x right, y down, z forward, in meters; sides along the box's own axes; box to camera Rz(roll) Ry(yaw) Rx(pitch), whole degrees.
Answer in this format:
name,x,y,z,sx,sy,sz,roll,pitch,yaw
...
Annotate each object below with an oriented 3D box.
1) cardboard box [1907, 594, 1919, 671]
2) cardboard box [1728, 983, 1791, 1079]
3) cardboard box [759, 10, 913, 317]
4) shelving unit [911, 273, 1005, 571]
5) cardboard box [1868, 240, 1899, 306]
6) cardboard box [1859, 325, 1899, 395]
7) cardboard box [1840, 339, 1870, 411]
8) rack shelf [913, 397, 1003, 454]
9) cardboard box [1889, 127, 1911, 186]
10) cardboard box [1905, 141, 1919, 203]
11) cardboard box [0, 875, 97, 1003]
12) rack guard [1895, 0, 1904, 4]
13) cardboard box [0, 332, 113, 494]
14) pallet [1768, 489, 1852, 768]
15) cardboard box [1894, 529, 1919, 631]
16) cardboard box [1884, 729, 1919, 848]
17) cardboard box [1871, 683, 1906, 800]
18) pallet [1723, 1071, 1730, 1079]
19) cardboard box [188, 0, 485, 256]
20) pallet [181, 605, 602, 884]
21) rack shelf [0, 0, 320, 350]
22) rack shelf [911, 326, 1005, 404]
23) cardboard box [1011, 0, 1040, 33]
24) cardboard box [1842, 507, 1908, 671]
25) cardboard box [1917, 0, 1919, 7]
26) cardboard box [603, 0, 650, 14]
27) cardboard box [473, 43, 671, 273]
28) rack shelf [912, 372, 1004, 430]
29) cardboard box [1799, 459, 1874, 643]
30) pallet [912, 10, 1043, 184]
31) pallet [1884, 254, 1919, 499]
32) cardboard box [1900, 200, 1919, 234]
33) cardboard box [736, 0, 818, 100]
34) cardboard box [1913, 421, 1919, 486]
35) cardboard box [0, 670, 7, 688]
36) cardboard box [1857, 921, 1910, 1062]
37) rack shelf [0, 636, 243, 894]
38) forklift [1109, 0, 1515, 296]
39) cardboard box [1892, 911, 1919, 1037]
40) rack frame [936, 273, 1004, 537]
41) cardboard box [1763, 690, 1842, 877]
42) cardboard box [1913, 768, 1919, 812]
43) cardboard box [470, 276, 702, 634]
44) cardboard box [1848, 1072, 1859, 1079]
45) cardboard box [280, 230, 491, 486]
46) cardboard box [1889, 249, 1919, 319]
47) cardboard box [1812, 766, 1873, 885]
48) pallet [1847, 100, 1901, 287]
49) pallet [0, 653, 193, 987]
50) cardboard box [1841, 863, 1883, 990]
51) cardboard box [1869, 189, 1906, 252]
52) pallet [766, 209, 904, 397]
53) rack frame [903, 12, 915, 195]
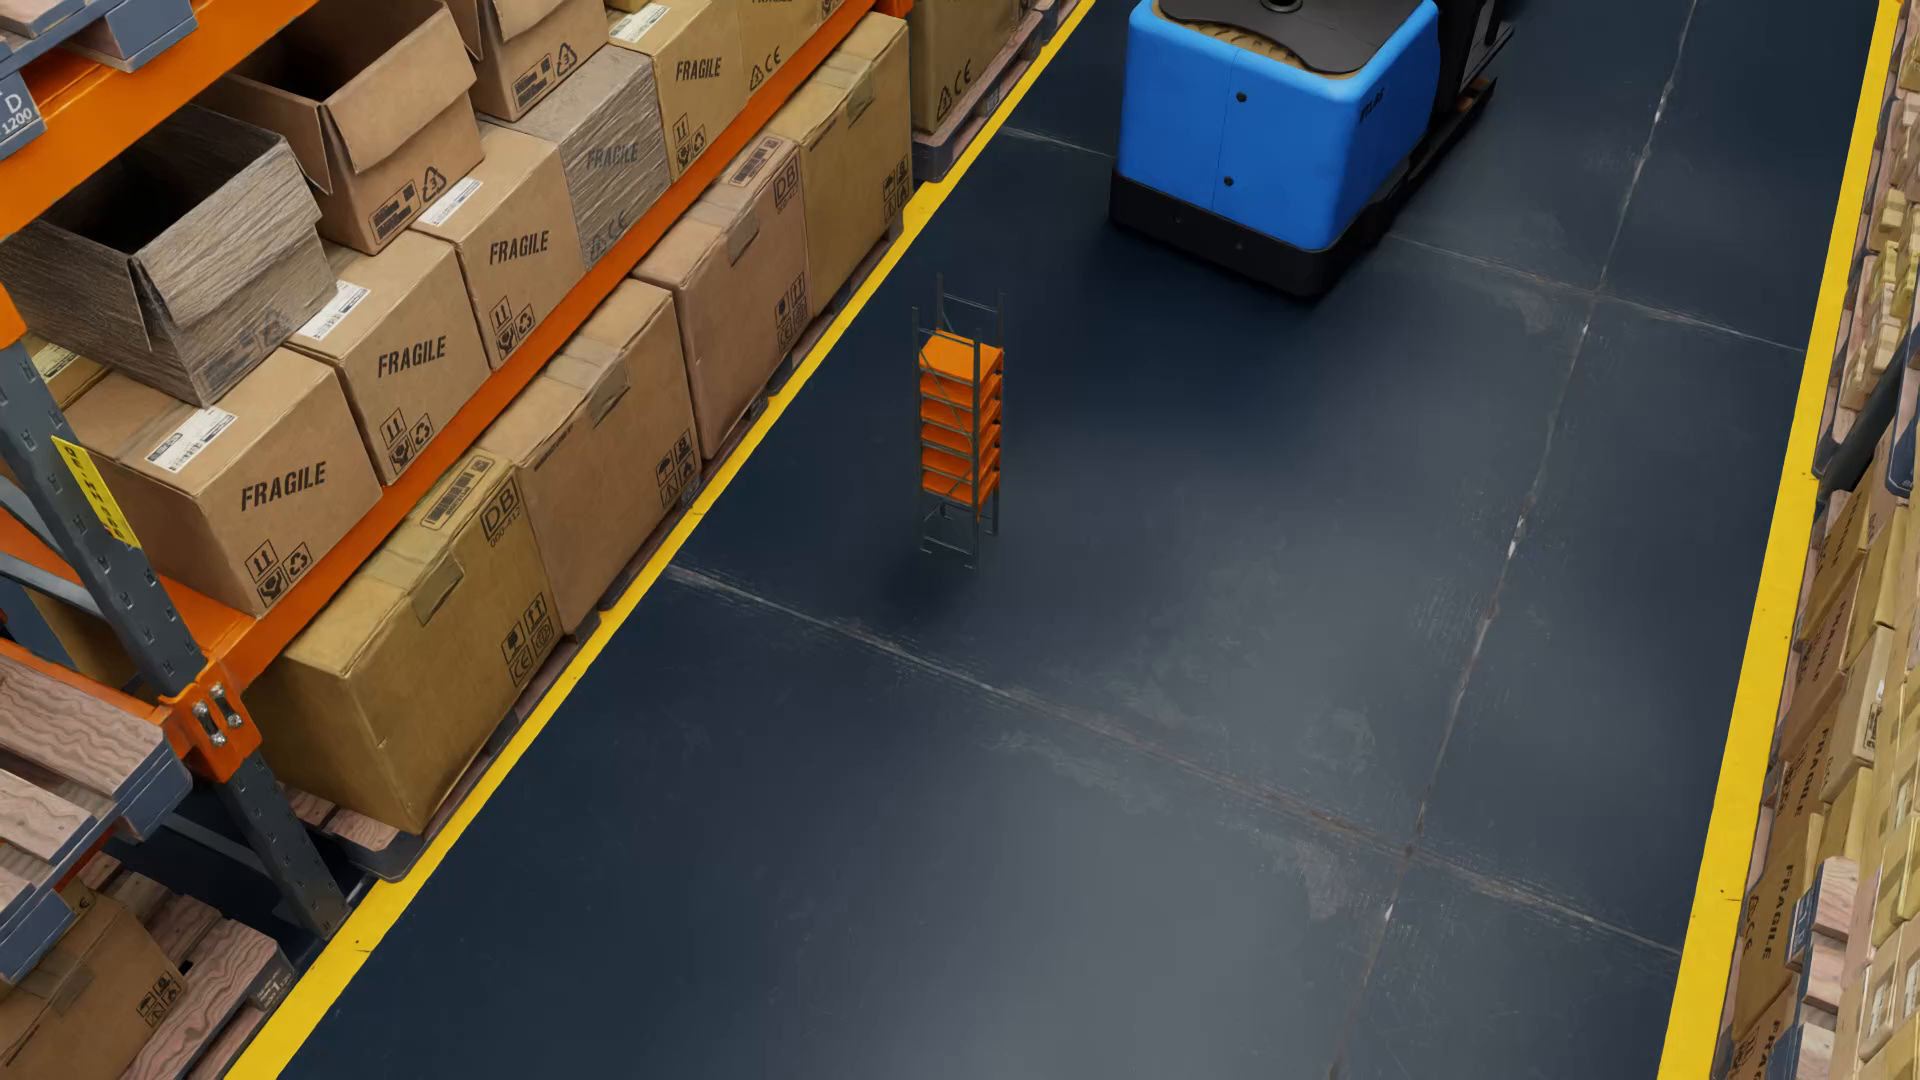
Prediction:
name,x,y,z,sx,sy,sz,roll,pitch,yaw
cardboard box,2.395,0.232,3.777,0.380,0.149,0.250,21,53,17
cardboard box,2.316,1.540,4.336,0.500,0.500,0.500,22,53,18
cardboard box,-0.941,-1.677,6.827,1.225,0.875,0.875,20,52,16
shelving unit,-0.006,-0.379,5.785,0.258,1.200,0.189,20,52,16
cardboard box,3.805,-1.003,6.535,0.380,0.149,0.250,18,52,15
cardboard box,3.602,-0.623,6.211,0.380,0.149,0.250,21,53,17
cardboard box,3.615,-0.587,6.376,0.380,0.149,0.250,20,53,17
rack shelf,-0.006,-0.428,5.727,0.258,0.103,0.180,20,52,16
cardboard box,4.302,-1.634,7.267,0.380,0.149,0.250,20,52,16
cardboard box,4.059,-1.461,6.729,0.380,0.149,0.250,17,52,14
cardboard box,-2.654,0.973,4.313,0.500,0.250,0.500,22,53,18
rack guard,5.432,-2.886,8.377,1.175,0.500,0.348,20,52,16
cardboard box,-2.408,-0.376,4.534,0.500,0.500,0.500,21,53,17
pallet,3.424,0.447,5.731,1.003,0.211,1.213,20,52,16
cardboard box,2.508,0.147,4.045,0.380,0.149,0.250,18,52,14
cardboard box,2.176,0.583,3.478,0.380,0.149,0.250,20,52,16
cardboard box,2.282,0.513,3.733,0.380,0.149,0.250,18,52,15
pallet,2.382,2.127,4.302,1.003,0.211,1.213,20,52,16
cardboard box,-1.787,-1.226,4.600,0.797,0.503,0.637,21,53,17
pallet,-1.990,0.463,5.718,1.003,0.211,1.213,20,52,16
rack shelf,-1.541,-2.039,4.518,1.077,0.370,4.000,20,52,16
rack shelf,-0.006,-0.583,5.544,0.258,0.103,0.180,20,52,16
cardboard box,0.053,-3.173,8.100,0.875,0.875,0.875,20,52,16
cardboard box,2.975,0.228,4.960,0.500,0.250,0.500,21,53,17
cardboard box,4.951,-2.704,8.177,0.380,0.149,0.250,21,53,17
cardboard box,-1.255,-2.123,5.363,0.797,0.503,0.637,20,53,16
cardboard box,-1.292,-1.255,5.282,0.500,0.500,0.500,20,52,16
rack shelf,-0.006,-0.506,5.636,0.258,0.103,0.180,20,52,16
cardboard box,3.200,0.103,5.559,0.500,0.500,0.500,22,53,17
pallet,-0.290,-2.272,8.044,1.003,0.211,1.213,20,52,16
pallet,3.297,-0.453,4.792,1.003,0.211,1.213,20,52,16
cardboard box,4.092,-1.326,6.810,0.380,0.149,0.250,21,53,17
cardboard box,-0.857,-1.960,5.883,0.500,0.500,0.500,21,53,17
cardboard box,2.731,-0.215,4.353,0.380,0.149,0.250,18,52,15
cardboard box,-2.590,0.294,3.689,0.500,0.500,0.500,14,51,12
cardboard box,1.958,0.937,3.177,0.380,0.149,0.250,22,53,17
rack shelf,-3.249,1.688,3.317,1.077,0.370,4.000,20,52,16
forklift,1.909,-3.079,6.945,1.130,2.935,3.031,27,55,21
cardboard box,1.951,0.854,3.052,0.380,0.149,0.250,19,52,16
rack frame,0.033,-0.442,5.838,0.240,1.200,0.006,20,52,16
cardboard box,2.764,0.833,4.937,0.500,0.500,0.500,21,53,17
cardboard box,2.173,0.489,3.363,0.380,0.149,0.250,21,53,17
cardboard box,-1.694,-0.450,5.783,1.225,0.875,0.875,20,52,16
cardboard box,1.842,1.217,3.134,0.380,0.149,0.250,21,53,17
cardboard box,-1.723,-0.557,4.689,0.500,0.500,0.500,19,52,15
cardboard box,3.745,-0.917,6.267,0.380,0.149,0.250,20,53,17
cardboard box,2.539,0.939,4.354,0.500,0.250,0.500,21,53,17
pallet,4.530,-1.407,7.309,1.003,0.211,1.213,20,52,16
pallet,-2.603,0.665,3.841,1.213,0.211,1.003,20,52,16
cardboard box,2.059,0.869,3.430,0.380,0.149,0.250,21,53,17
cardboard box,4.057,-1.300,6.982,0.380,0.149,0.250,20,52,16
pallet,-0.948,-1.218,7.147,1.003,0.211,1.213,20,52,16
rack frame,-0.686,-2.677,6.558,1.000,3.000,0.127,20,52,16
